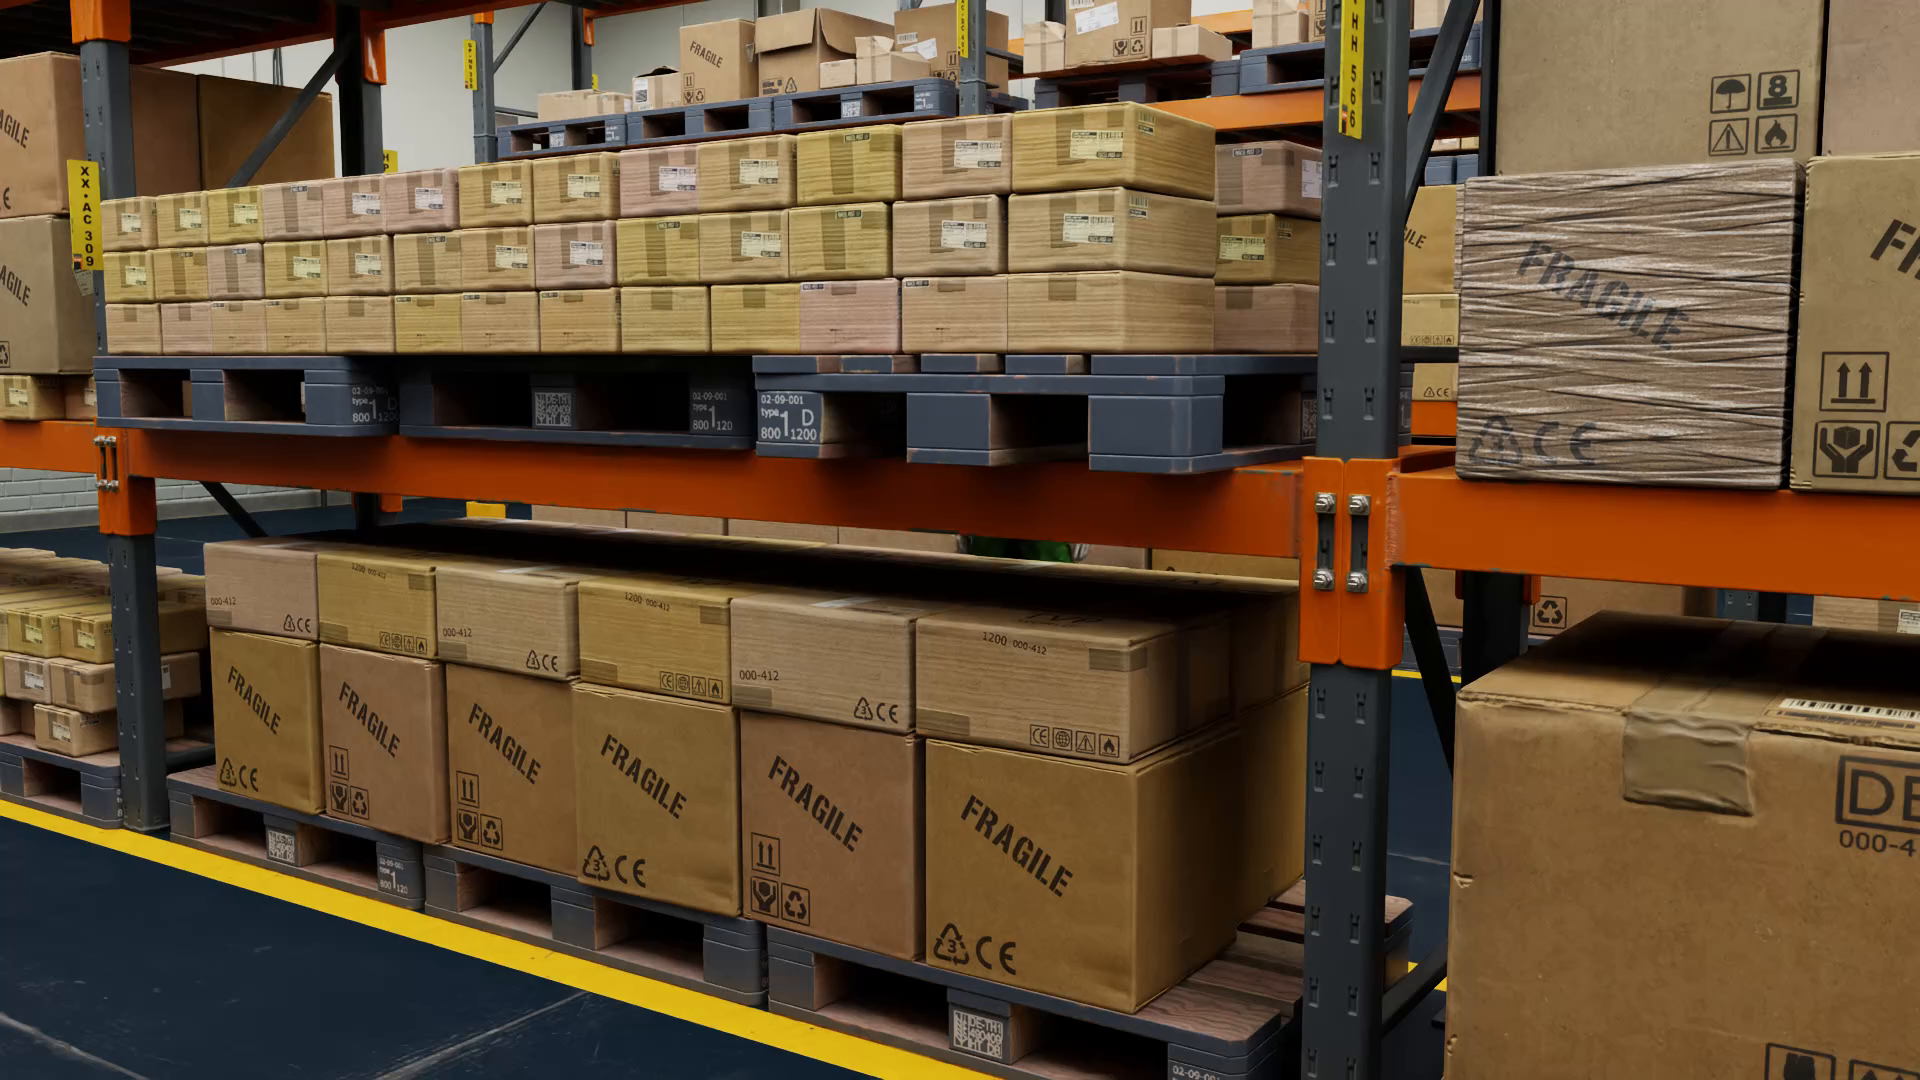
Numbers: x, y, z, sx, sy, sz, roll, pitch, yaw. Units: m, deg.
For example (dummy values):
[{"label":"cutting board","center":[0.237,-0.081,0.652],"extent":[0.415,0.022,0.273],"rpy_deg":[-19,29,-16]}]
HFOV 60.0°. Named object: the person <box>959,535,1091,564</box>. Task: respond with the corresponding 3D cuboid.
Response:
[{"label":"person","center":[0.213,-0.084,6.215],"extent":[0.556,1.791,0.434],"rpy_deg":[4,8,34]}]
